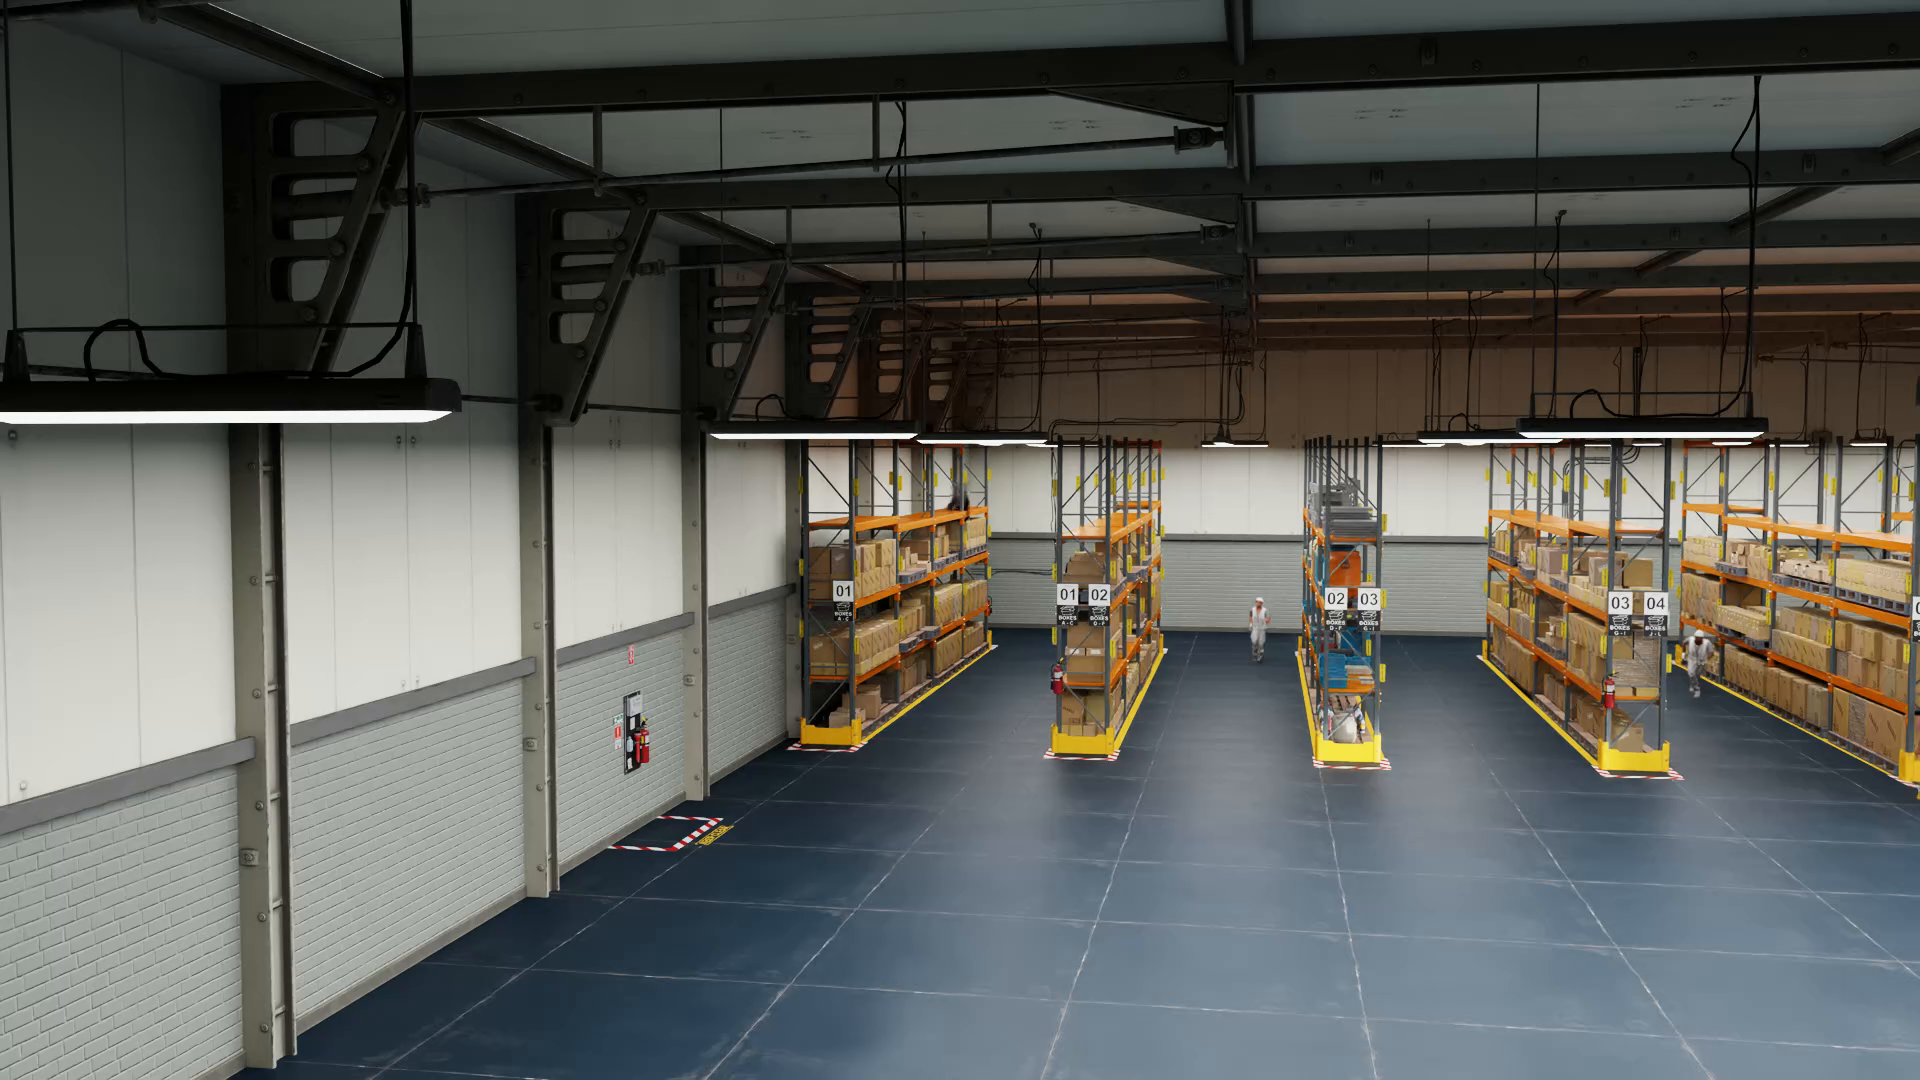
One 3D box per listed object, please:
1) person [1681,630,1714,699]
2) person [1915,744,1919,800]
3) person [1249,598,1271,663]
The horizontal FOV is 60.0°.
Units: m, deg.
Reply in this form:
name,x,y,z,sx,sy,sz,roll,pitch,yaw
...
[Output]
name,x,y,z,sx,sy,sz,roll,pitch,yaw
person,17.127,2.842,38.631,0.693,1.598,1.130,1,3,22
person,15.754,3.432,26.571,0.697,1.726,0.631,-1,3,-12
person,8.056,2.418,44.746,0.591,1.752,0.785,1,3,15
